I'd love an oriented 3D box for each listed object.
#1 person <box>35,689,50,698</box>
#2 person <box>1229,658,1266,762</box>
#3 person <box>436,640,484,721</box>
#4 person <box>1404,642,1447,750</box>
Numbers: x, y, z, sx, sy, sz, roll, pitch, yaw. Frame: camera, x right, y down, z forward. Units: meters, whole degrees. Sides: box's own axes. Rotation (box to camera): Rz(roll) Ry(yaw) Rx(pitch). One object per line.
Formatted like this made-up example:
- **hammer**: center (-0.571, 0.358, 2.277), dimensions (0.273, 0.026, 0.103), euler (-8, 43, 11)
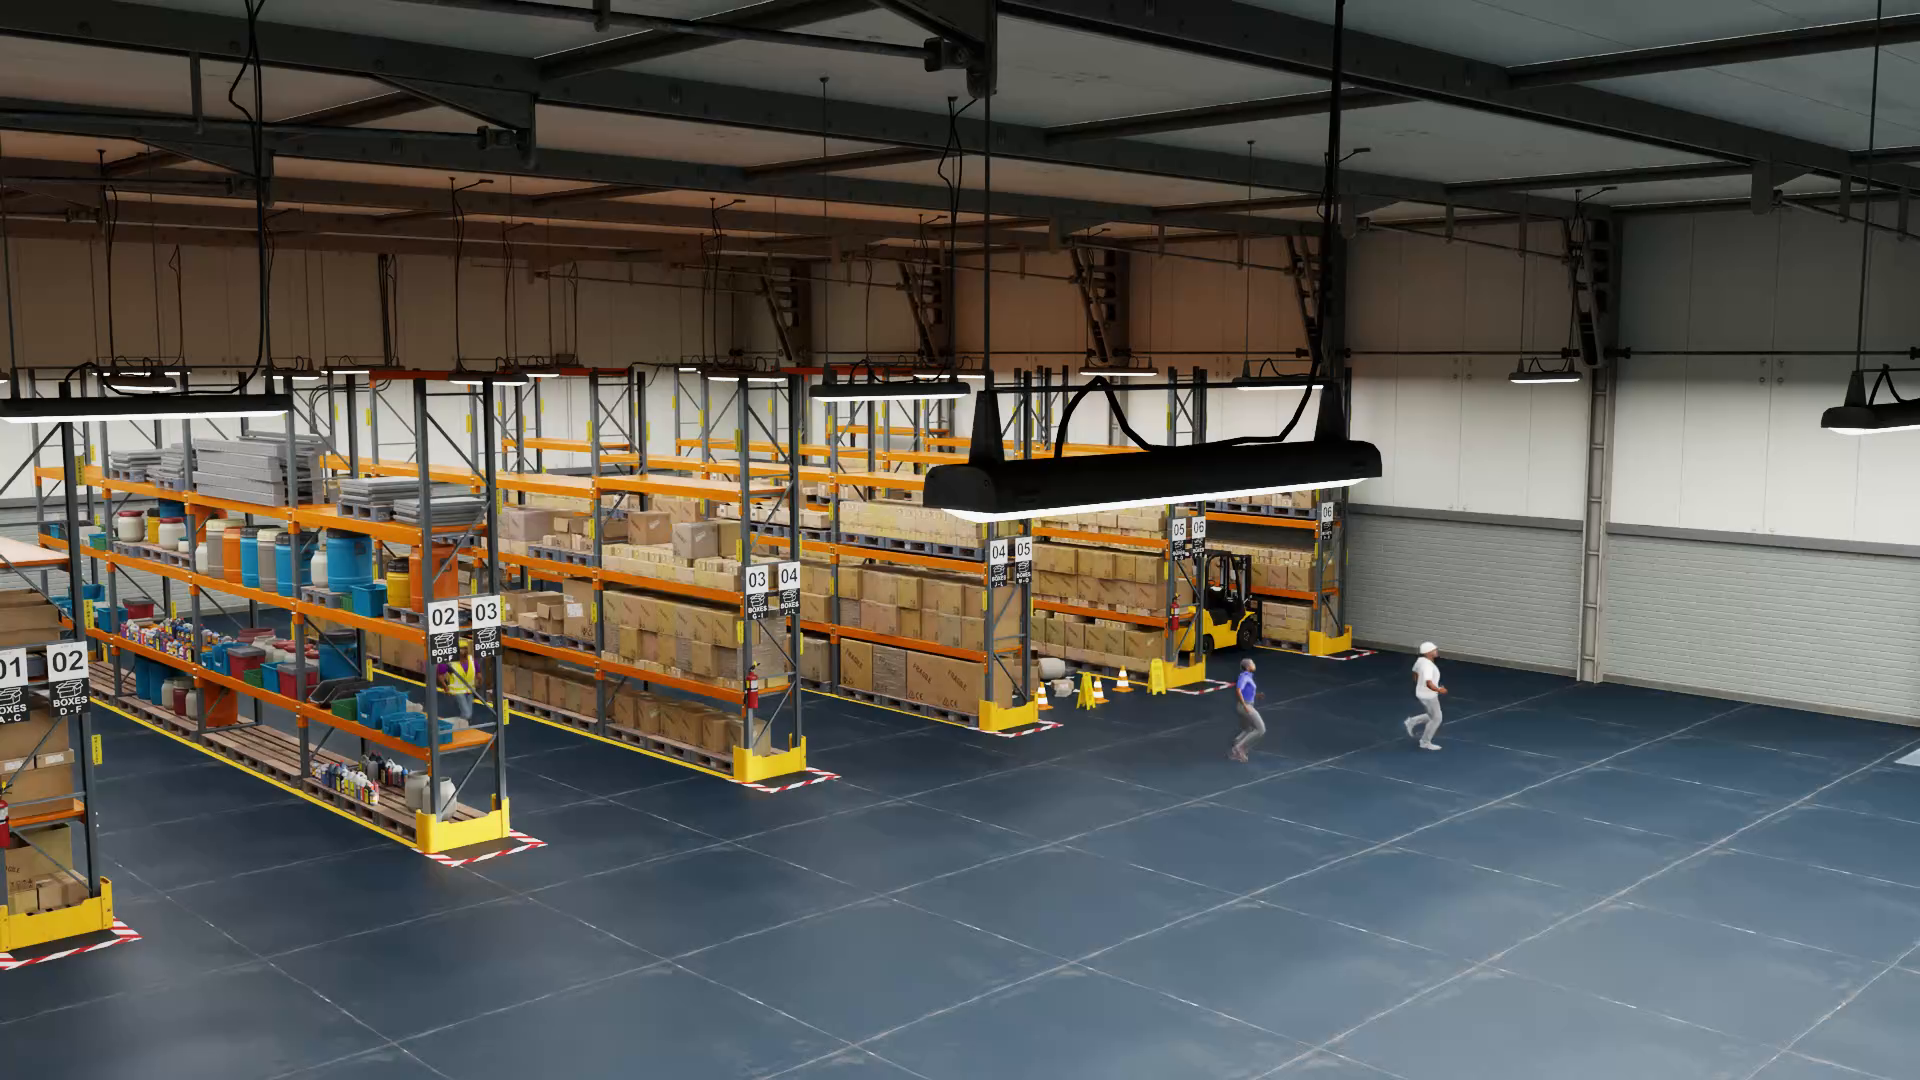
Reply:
- **person**: center (-14.747, 2.485, 26.545), dimensions (0.639, 1.728, 0.668), euler (4, 8, 34)
- **person**: center (4.442, 2.620, 25.676), dimensions (0.546, 1.621, 0.628), euler (0, 6, 2)
- **person**: center (-7.936, 2.459, 26.641), dimensions (0.635, 1.736, 0.674), euler (6, 9, 41)
- **person**: center (7.452, 2.488, 26.595), dimensions (0.612, 1.721, 0.736), euler (0, 6, 2)
